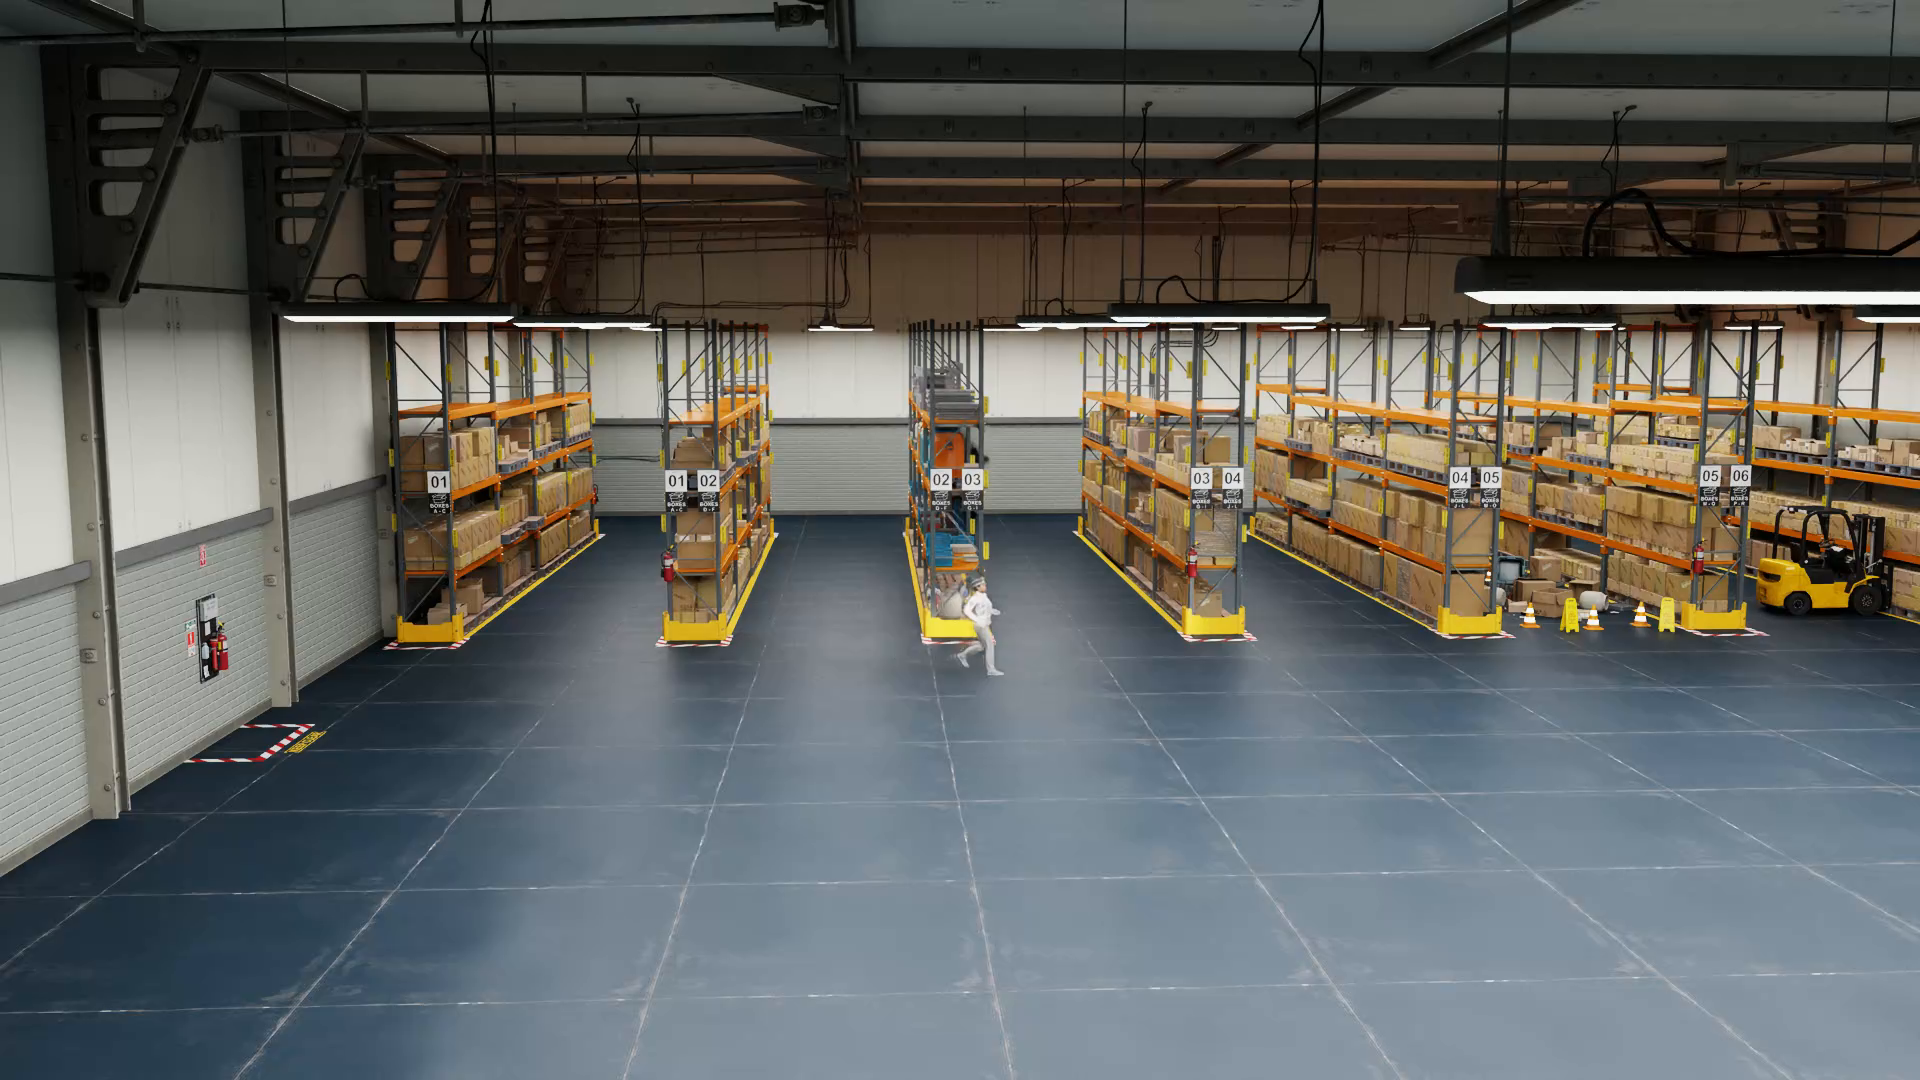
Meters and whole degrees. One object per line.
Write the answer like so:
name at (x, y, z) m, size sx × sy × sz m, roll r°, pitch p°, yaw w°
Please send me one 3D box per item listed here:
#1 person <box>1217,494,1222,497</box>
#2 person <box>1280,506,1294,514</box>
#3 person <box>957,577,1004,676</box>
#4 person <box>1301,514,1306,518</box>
person at (7.254, -0.879, 46.483) m, size 0.680 × 1.768 × 0.735 m, roll 1°, pitch 7°, yaw 10°
person at (9.806, -1.192, 49.337) m, size 0.551 × 1.662 × 0.701 m, roll -1°, pitch 7°, yaw -6°
person at (0.342, 1.439, 27.963) m, size 0.843 × 1.667 × 0.625 m, roll 2°, pitch 7°, yaw 19°
person at (10.114, -1.074, 48.716) m, size 0.664 × 1.629 × 0.682 m, roll -5°, pitch 9°, yaw -35°
